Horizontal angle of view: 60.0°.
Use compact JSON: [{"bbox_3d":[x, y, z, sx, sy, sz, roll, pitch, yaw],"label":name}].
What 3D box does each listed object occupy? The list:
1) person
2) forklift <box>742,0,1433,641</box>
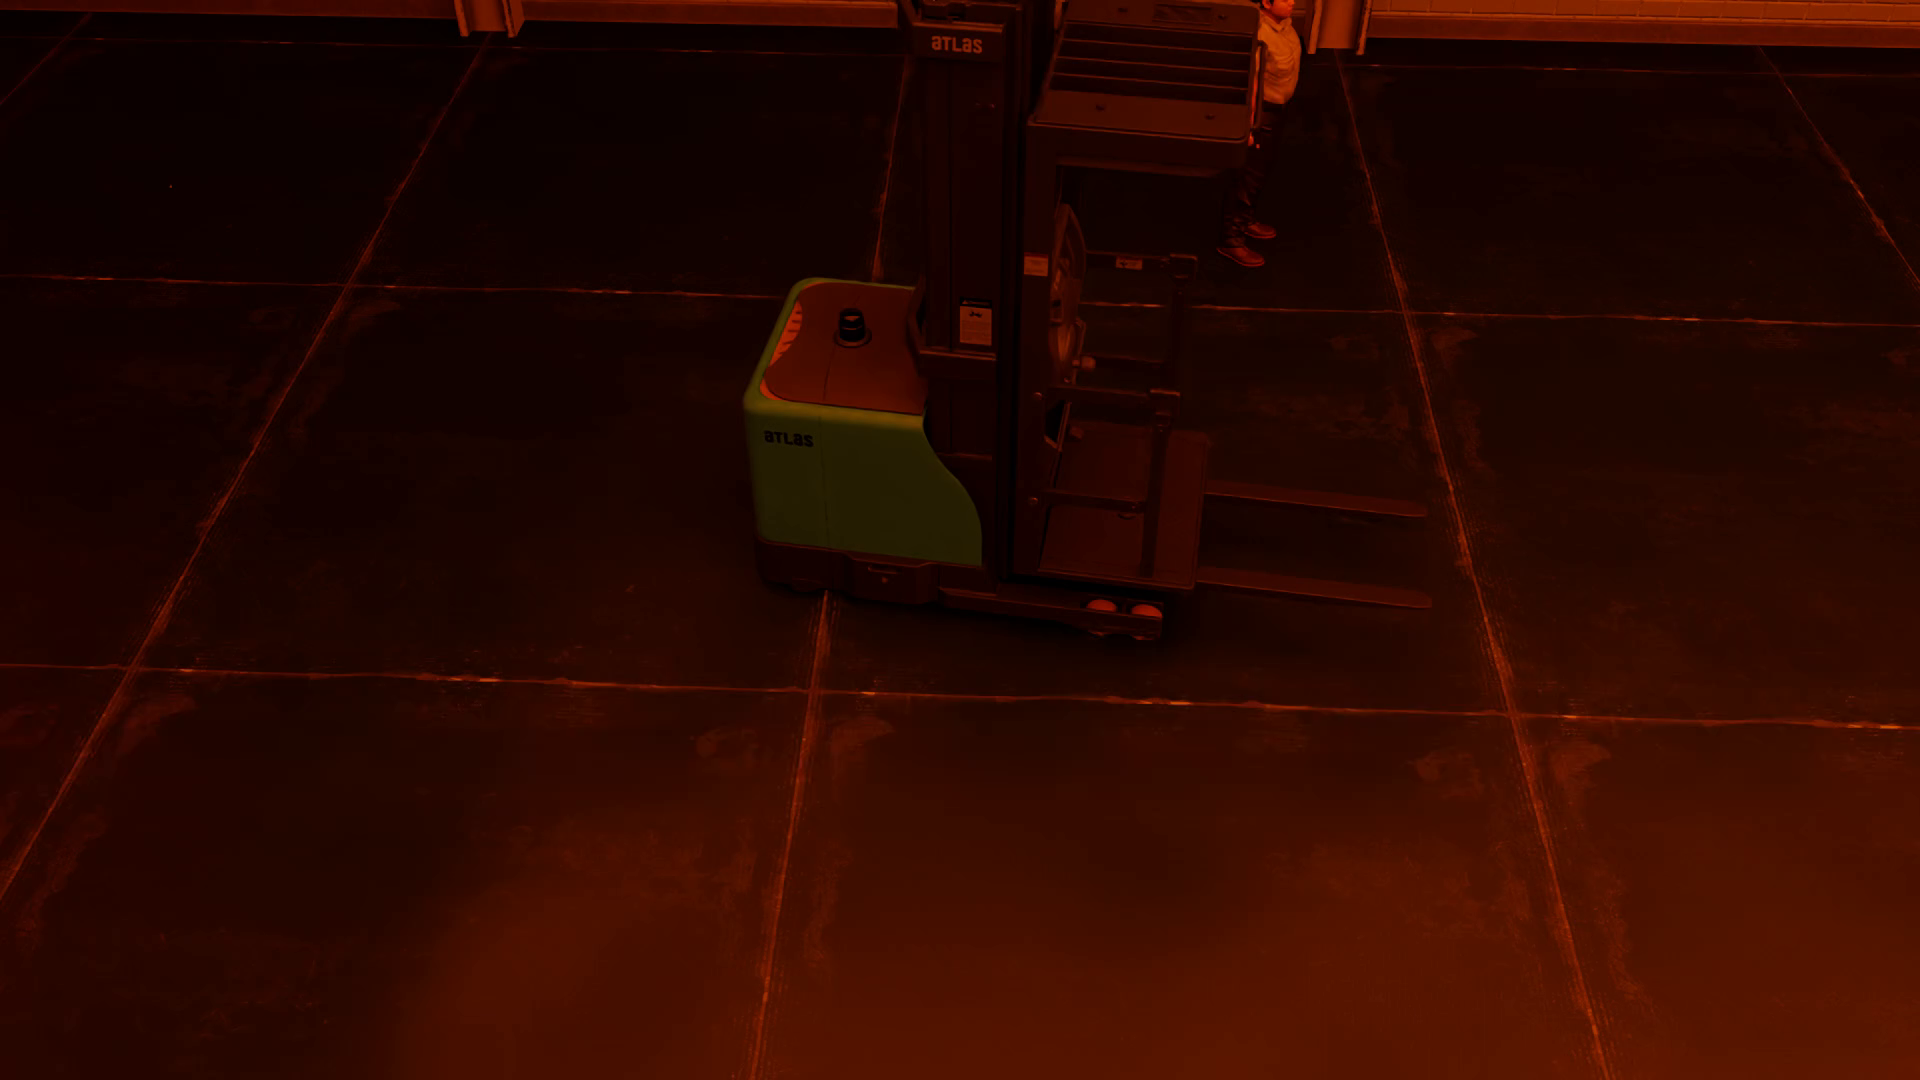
[{"bbox_3d":[1.675,-2.360,9.283,0.355,1.653,0.481,16,45,17],"label":"person"},{"bbox_3d":[0.630,-1.022,6.862,3.031,2.935,1.130,7,43,7],"label":"forklift"}]
